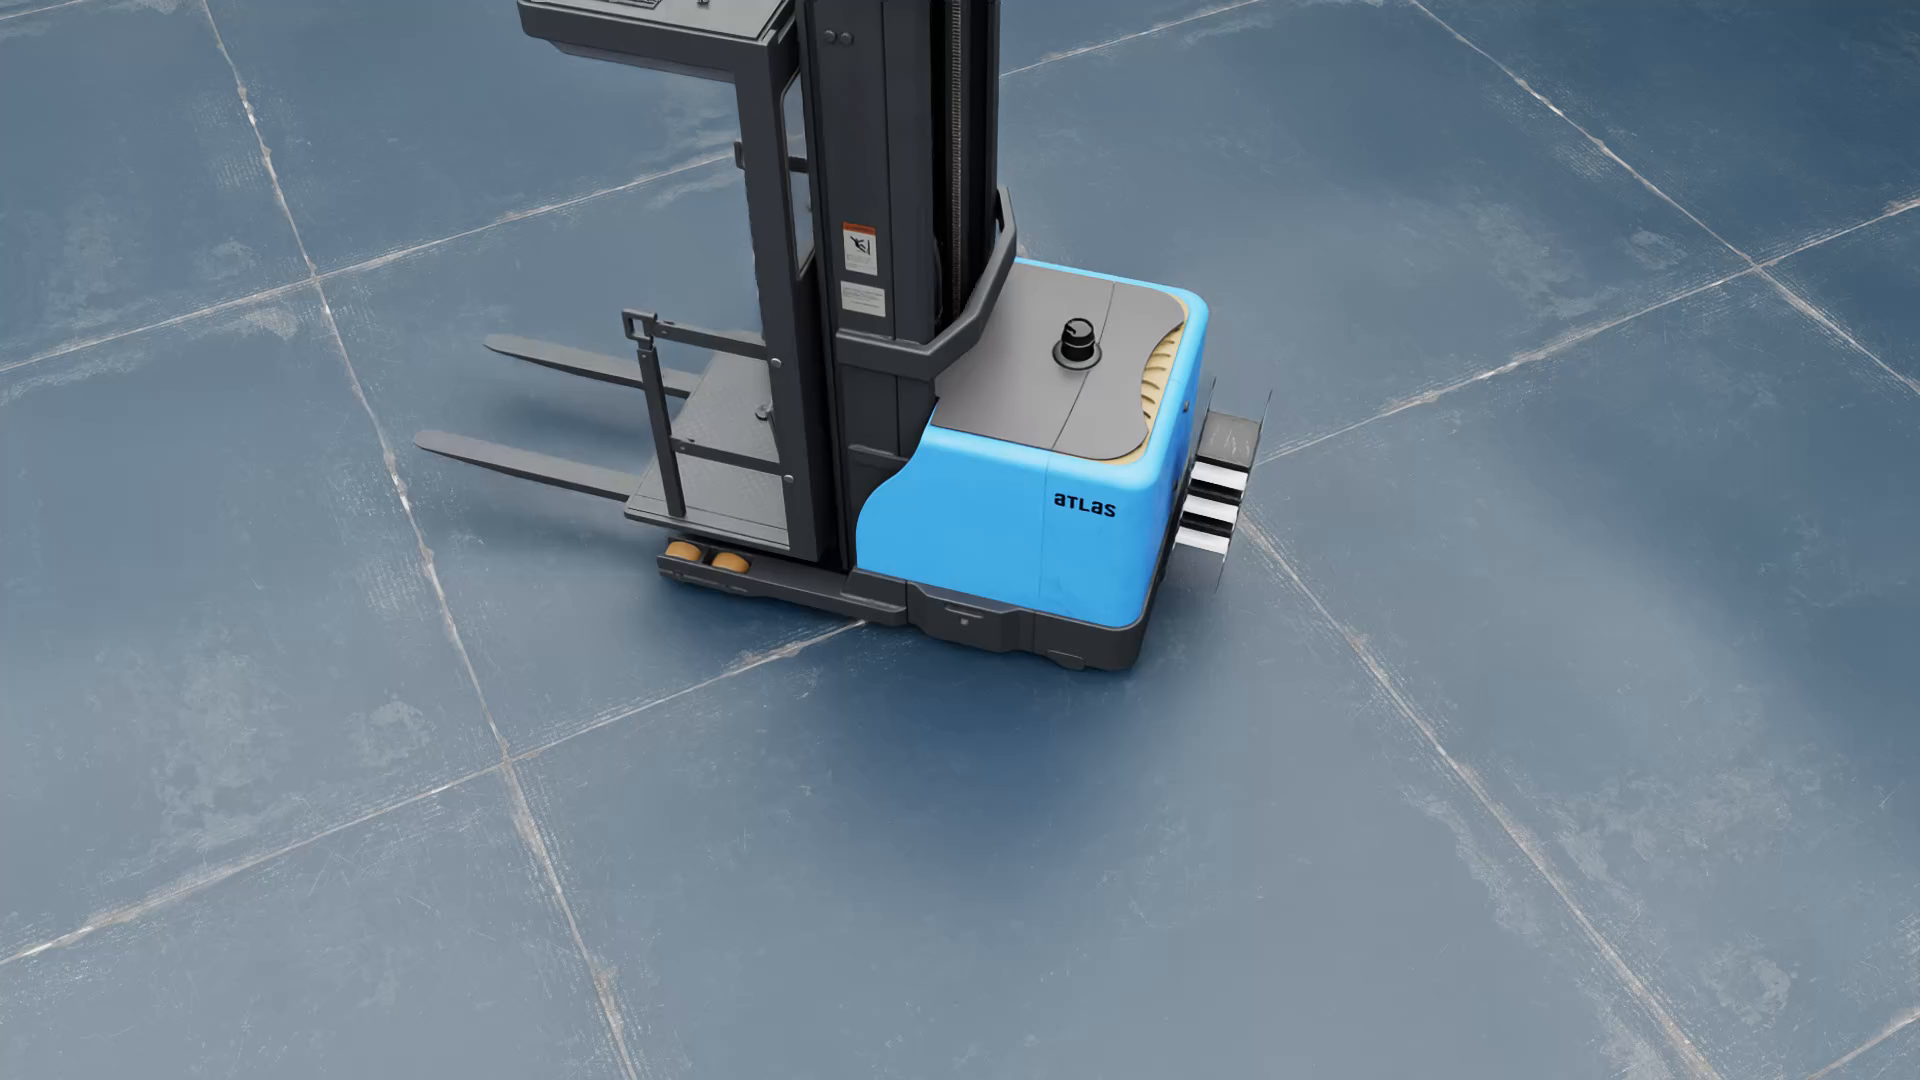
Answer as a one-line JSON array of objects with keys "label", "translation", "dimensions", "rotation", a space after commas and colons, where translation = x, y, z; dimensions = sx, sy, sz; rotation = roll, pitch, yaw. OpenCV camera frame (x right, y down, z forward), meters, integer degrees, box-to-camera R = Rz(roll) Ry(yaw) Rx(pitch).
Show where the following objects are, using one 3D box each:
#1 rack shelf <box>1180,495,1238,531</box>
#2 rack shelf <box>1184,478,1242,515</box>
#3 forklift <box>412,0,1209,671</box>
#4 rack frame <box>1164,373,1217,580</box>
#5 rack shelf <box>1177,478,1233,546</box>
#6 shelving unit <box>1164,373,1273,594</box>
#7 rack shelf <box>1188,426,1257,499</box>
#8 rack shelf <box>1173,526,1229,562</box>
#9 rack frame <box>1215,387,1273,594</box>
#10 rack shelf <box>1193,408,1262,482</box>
[{"label": "rack shelf", "translation": [0.954, -0.173, 6.232], "dimensions": [0.200, 0.077, 0.258], "rotation": [15, 50, 8]}, {"label": "rack shelf", "translation": [0.959, -0.231, 6.164], "dimensions": [0.200, 0.077, 0.258], "rotation": [15, 50, 8]}, {"label": "forklift", "translation": [-0.664, -1.125, 5.679], "dimensions": [3.031, 2.935, 1.130], "rotation": [13, 50, 11]}, {"label": "rack frame", "translation": [0.858, -0.220, 6.221], "dimensions": [0.006, 0.900, 0.240], "rotation": [15, 50, 8]}, {"label": "rack shelf", "translation": [0.948, -0.115, 6.301], "dimensions": [0.200, 0.077, 0.258], "rotation": [15, 50, 8]}, {"label": "shelving unit", "translation": [0.956, -0.194, 6.207], "dimensions": [0.210, 0.900, 0.258], "rotation": [15, 50, 8]}, {"label": "rack shelf", "translation": [0.964, -0.289, 6.095], "dimensions": [0.200, 0.077, 0.258], "rotation": [15, 50, 8]}, {"label": "rack shelf", "translation": [0.943, -0.057, 6.370], "dimensions": [0.200, 0.077, 0.258], "rotation": [15, 50, 8]}, {"label": "rack frame", "translation": [1.053, -0.169, 6.193], "dimensions": [0.006, 0.900, 0.240], "rotation": [15, 50, 8]}, {"label": "rack shelf", "translation": [0.970, -0.347, 6.026], "dimensions": [0.200, 0.077, 0.258], "rotation": [15, 50, 8]}]
